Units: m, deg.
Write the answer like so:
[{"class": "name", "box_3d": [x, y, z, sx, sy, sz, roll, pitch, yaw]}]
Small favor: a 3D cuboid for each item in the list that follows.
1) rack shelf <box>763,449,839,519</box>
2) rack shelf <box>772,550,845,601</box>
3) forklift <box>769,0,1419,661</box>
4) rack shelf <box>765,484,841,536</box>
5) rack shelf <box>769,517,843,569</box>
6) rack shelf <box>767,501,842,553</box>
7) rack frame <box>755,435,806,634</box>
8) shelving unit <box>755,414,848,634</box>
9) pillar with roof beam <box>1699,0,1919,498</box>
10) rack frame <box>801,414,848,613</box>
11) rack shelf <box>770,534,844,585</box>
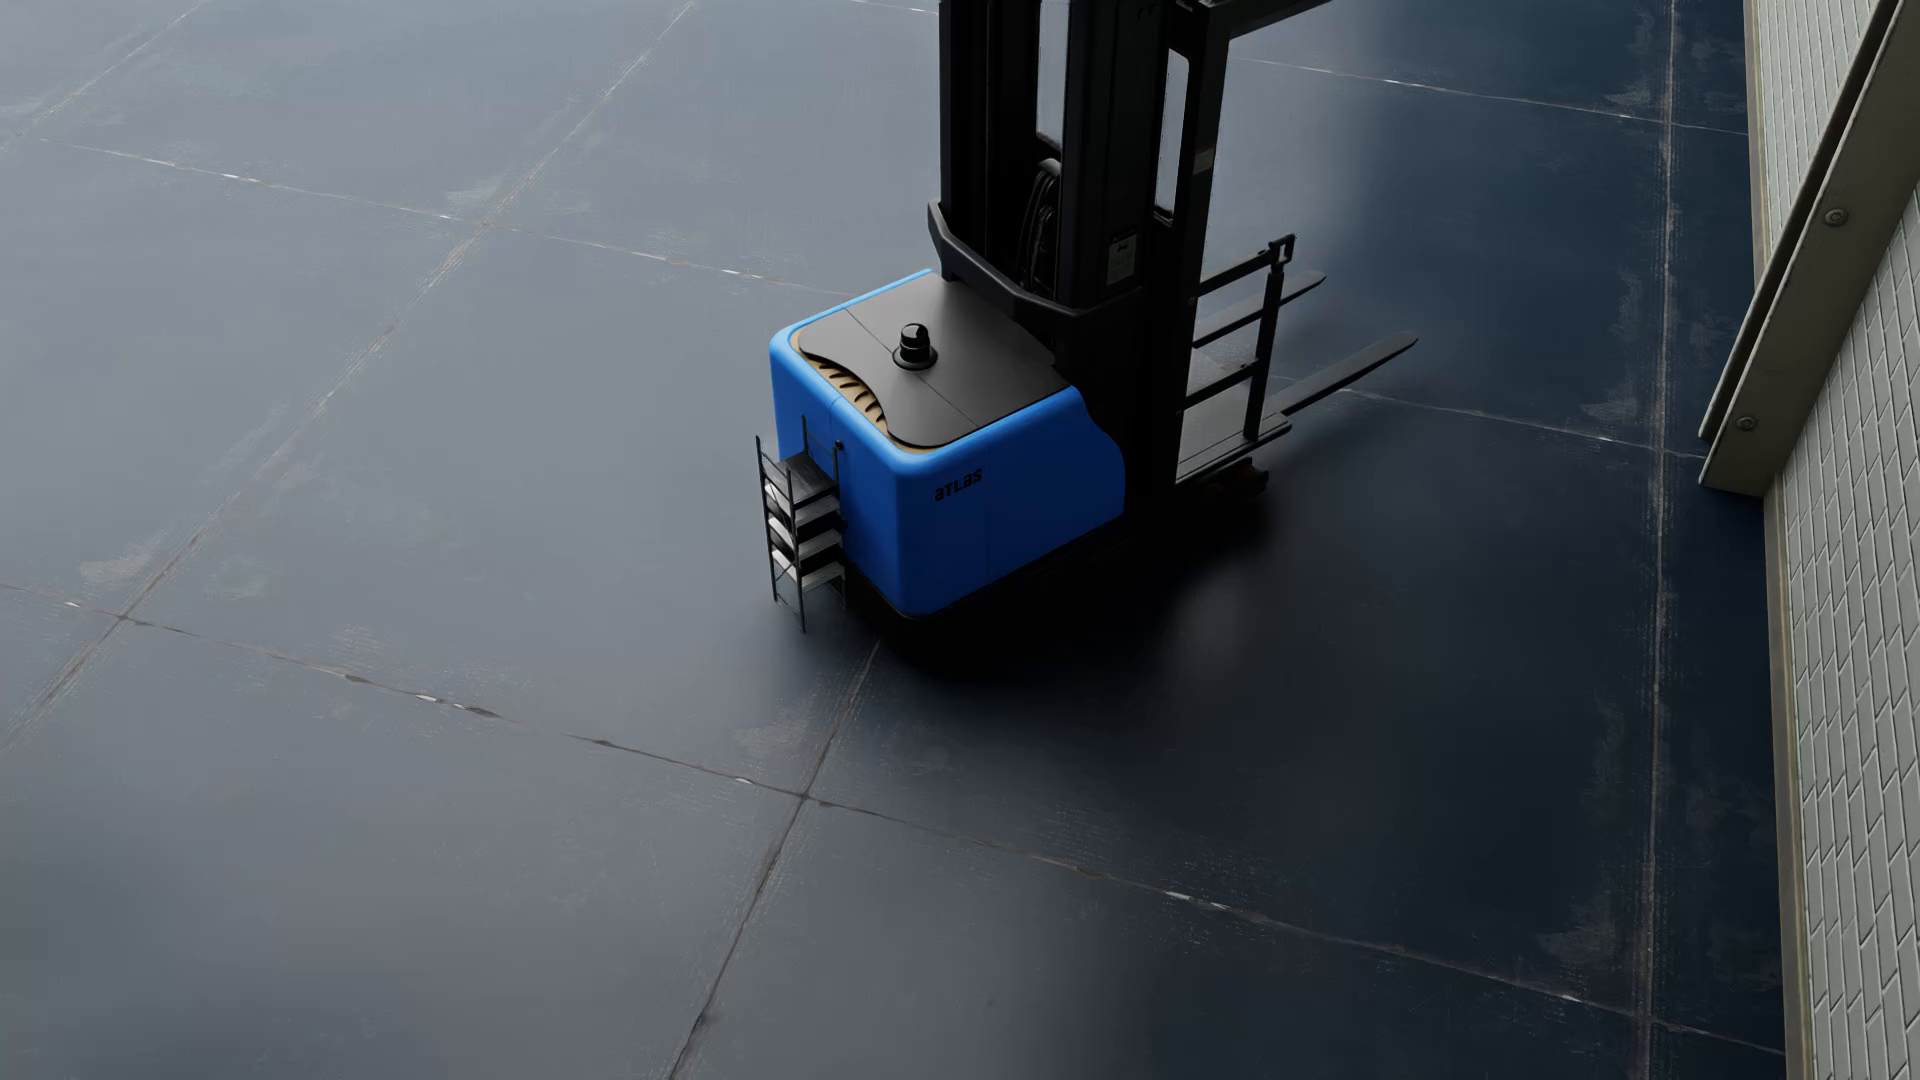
[{"class": "rack shelf", "box_3d": [-0.616, -0.217, 6.389, 0.200, 0.077, 0.258, -27, 50, -25]}, {"class": "rack shelf", "box_3d": [-0.616, 0.105, 6.704, 0.200, 0.077, 0.258, -27, 50, -25]}, {"class": "forklift", "box_3d": [0.735, -1.408, 6.492, 3.031, 2.935, 1.130, -27, 50, -25]}, {"class": "rack shelf", "box_3d": [-0.616, -0.153, 6.452, 0.200, 0.077, 0.258, -27, 50, -25]}, {"class": "rack shelf", "box_3d": [-0.616, -0.024, 6.578, 0.200, 0.077, 0.258, -27, 50, -25]}, {"class": "rack shelf", "box_3d": [-0.616, -0.088, 6.515, 0.200, 0.077, 0.258, -27, 50, -25]}, {"class": "rack frame", "box_3d": [-0.699, -0.006, 6.512, 0.006, 0.900, 0.240, -27, 50, -25]}, {"class": "shelving unit", "box_3d": [-0.616, -0.048, 6.555, 0.210, 0.900, 0.258, -27, 50, -25]}, {"class": "pillar with roof beam", "box_3d": [-0.608, -4.472, 5.285, 9.100, 9.000, 0.400, 13, 46, 13]}, {"class": "rack frame", "box_3d": [-0.534, -0.090, 6.597, 0.006, 0.900, 0.240, -27, 50, -25]}, {"class": "rack shelf", "box_3d": [-0.616, 0.040, 6.641, 0.200, 0.077, 0.258, -27, 50, -25]}]
